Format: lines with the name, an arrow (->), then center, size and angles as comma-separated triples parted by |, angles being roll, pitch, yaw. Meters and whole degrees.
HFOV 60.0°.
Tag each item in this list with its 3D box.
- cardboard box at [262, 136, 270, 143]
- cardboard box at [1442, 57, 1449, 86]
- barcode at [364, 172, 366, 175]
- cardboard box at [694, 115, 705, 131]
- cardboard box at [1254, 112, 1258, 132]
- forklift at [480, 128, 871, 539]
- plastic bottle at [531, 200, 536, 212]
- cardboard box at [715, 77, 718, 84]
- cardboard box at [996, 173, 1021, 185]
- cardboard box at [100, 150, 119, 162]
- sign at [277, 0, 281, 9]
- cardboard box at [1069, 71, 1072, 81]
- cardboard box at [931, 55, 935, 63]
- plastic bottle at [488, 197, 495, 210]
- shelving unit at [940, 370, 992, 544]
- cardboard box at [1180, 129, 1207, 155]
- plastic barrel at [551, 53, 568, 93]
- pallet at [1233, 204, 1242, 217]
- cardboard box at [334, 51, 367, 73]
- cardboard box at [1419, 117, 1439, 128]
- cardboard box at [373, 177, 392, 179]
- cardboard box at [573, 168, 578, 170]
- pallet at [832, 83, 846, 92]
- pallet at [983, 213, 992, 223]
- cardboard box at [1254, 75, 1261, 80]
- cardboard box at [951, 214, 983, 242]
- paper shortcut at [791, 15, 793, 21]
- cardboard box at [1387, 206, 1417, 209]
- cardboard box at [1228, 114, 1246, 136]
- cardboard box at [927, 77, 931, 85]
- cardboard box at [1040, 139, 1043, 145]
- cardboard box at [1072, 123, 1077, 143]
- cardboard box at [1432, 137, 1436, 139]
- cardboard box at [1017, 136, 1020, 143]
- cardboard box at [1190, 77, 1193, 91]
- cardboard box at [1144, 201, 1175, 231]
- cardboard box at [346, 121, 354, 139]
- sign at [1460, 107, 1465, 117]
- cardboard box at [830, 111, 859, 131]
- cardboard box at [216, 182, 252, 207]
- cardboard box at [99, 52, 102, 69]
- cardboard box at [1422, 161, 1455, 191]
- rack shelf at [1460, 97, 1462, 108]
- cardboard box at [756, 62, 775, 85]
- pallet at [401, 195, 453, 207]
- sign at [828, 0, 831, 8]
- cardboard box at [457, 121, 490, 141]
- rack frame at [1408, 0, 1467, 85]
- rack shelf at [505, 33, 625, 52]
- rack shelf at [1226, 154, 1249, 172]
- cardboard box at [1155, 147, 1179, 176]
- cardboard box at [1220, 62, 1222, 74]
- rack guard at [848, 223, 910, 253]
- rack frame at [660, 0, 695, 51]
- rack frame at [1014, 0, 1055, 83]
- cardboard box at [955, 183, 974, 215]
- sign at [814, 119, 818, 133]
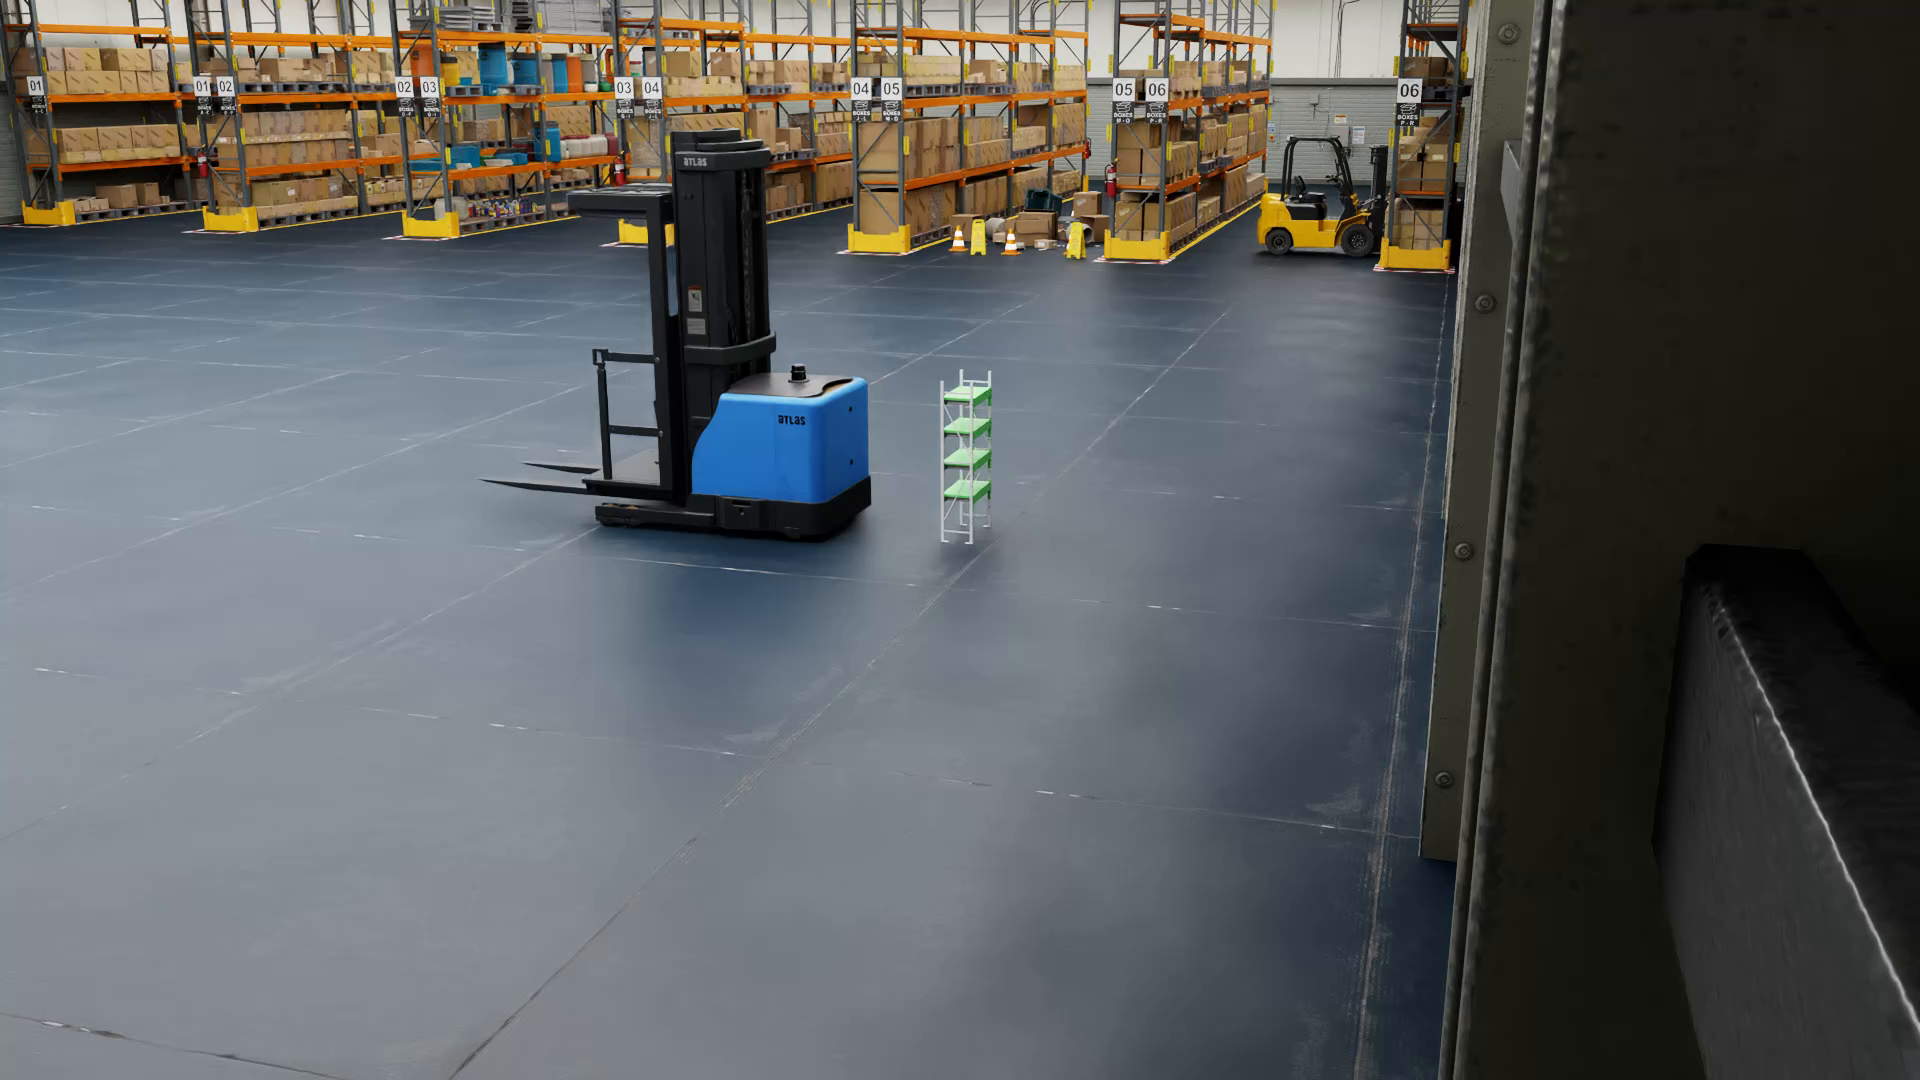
cardboard box -> -15.300, -8.746, 36.296 | 0.380, 0.149, 0.250 | 5, 16, 16
cardboard box -> 8.478, -8.532, 30.274 | 0.797, 0.503, 0.637 | 5, 17, 18
barcode -> -14.154, -8.718, 39.583 | 0.001, 0.075, 0.075 | 5, 16, 16
cardboard box -> -5.559, -8.453, 34.073 | 0.500, 0.500, 0.500 | 5, 16, 16
cardboard box -> 7.319, -10.667, 42.426 | 0.500, 0.500, 0.500 | 5, 17, 17
forklift -> -2.271, -1.633, 12.717 | 3.031, 2.935, 1.130 | 5, 17, 18
plastic bottle -> -9.698, -7.581, 37.730 | 0.061, 0.283, 0.133 | 5, 17, 19
cardboard box -> -5.294, -9.627, 34.821 | 0.380, 0.149, 0.250 | 5, 17, 18
cardboard box -> 1.163, -8.600, 39.591 | 0.500, 0.250, 0.500 | 4, 16, 13
cardboard box -> -19.786, -8.859, 38.305 | 0.500, 0.250, 0.500 | 4, 16, 15
sign -> -17.717, -13.976, 43.255 | 0.100, 0.325, 0.005 | 5, 16, 16
cardboard box -> 2.674, -12.244, 43.861 | 0.500, 0.250, 0.500 | 4, 16, 13
cardboard box -> -0.704, -9.404, 32.535 | 0.380, 0.149, 0.250 | 5, 17, 17
plastic bottle -> -10.559, -7.536, 37.450 | 0.144, 0.351, 0.185 | 4, 16, 14
shelving unit -> 0.047, -0.621, 12.318 | 0.258, 1.200, 0.503 | 5, 16, 16
cardboard box -> 4.781, -8.168, 34.132 | 0.500, 0.500, 0.500 | 5, 17, 17
plastic barrel -> -9.570, -11.003, 39.211 | 0.600, 0.901, 0.708 | 5, 16, 16
pallet -> 6.154, -7.898, 39.788 | 1.003, 0.211, 1.213 | 5, 16, 16
cardboard box -> -14.413, -11.304, 39.321 | 0.500, 0.500, 0.500 | 5, 17, 17
cardboard box -> 11.729, -10.372, 41.754 | 0.500, 0.500, 0.500 | 5, 17, 17
cardboard box -> -14.353, -8.888, 41.408 | 0.500, 0.311, 0.500 | 4, 16, 15
cardboard box -> -11.784, -10.989, 49.810 | 0.500, 0.250, 0.500 | 5, 16, 16
pallet -> -3.545, -11.307, 41.546 | 1.003, 0.211, 1.213 | 5, 17, 18
pallet -> 0.090, -7.218, 37.392 | 1.003, 0.211, 1.213 | 5, 16, 16
cardboard box -> 7.699, -12.146, 43.664 | 0.380, 0.149, 0.250 | 3, 16, 12
cardboard box -> 0.140, -6.345, 33.778 | 0.500, 0.500, 0.500 | 8, 18, 25
paper shortcut -> -4.121, -12.829, 40.813 | 0.009, 0.170, 0.078 | 15, -12, 13
cardboard box -> 7.967, -5.883, 30.011 | 0.500, 0.250, 0.500 | 5, 17, 17
cardboard box -> 6.620, -10.024, 40.159 | 0.500, 0.500, 0.500 | 5, 17, 17
cardboard box -> -0.776, -8.953, 32.407 | 0.380, 0.149, 0.250 | 5, 16, 15
cardboard box -> 1.875, -10.019, 41.846 | 0.380, 0.149, 0.250 | 5, 17, 16
cardboard box -> 2.841, -10.957, 44.736 | 0.500, 0.500, 0.500 | 5, 16, 16
cardboard box -> 9.158, -7.554, 31.548 | 0.380, 0.149, 0.250 | 4, 16, 15
cardboard box -> 1.212, -9.555, 39.665 | 0.380, 0.149, 0.250 | 4, 16, 14
cardboard box -> 4.204, -8.788, 32.047 | 0.500, 0.250, 0.500 | 4, 16, 15
cardboard box -> 3.736, -6.064, 31.106 | 0.500, 0.500, 0.500 | 4, 16, 14
cardboard box -> -17.279, -11.484, 46.555 | 0.500, 0.500, 0.500 | 5, 16, 16
sign -> 13.069, -11.091, 43.233 | 0.100, 0.325, 0.005 | 5, 16, 16
cardboard box -> -3.029, -10.899, 43.236 | 0.797, 0.503, 0.637 | 4, 16, 14
cardboard box -> -15.895, -7.569, 36.413 | 0.500, 0.500, 0.500 | 5, 16, 16
cardboard box -> -20.185, -11.066, 38.296 | 0.500, 0.500, 0.500 | 5, 16, 16
cardboard box -> 8.403, -6.400, 29.214 | 0.500, 0.500, 0.500 | 5, 17, 18
rack shelf -> 10.838, -9.957, 37.759 | 1.077, 0.370, 4.000 | 5, 16, 16
cardboard box -> -4.634, -10.500, 37.394 | 0.797, 0.503, 0.637 | 5, 17, 18
pallet -> -13.760, -8.705, 42.632 | 1.003, 0.211, 1.213 | 5, 16, 16
sign -> -3.381, -13.997, 43.185 | 0.100, 0.325, 0.005 | 5, 16, 16
cardboard box -> -12.975, -10.907, 44.333 | 0.700, 0.500, 0.500 | 8, 18, 26
rack frame -> 9.132, -10.177, 31.718 | 1.000, 3.000, 0.127 | 5, 16, 16
rack shelf -> -9.309, -11.698, 39.132 | 1.077, 0.370, 4.000 | 5, 16, 16
rack shelf -> 6.077, -8.898, 39.522 | 1.077, 0.370, 4.000 | 5, 16, 16
cardboard box -> 3.780, -7.057, 30.986 | 0.500, 0.500, 0.500 | 5, 17, 18
cardboard box -> 5.608, -10.688, 38.064 | 0.700, 0.500, 0.500 | 4, 16, 13
rack guard -> -1.546, -5.777, 31.779 | 1.175, 0.500, 0.348 | 5, 16, 16
rack frame -> -7.604, -13.806, 44.514 | 1.000, 3.000, 0.127 | 5, 16, 16
rack frame -> 1.871, -13.011, 41.710 | 1.000, 3.000, 0.127 | 5, 16, 16
cardboard box -> -0.312, -7.321, 35.997 | 1.050, 0.750, 0.750 | 5, 16, 16
sign -> -3.469, -9.969, 40.002 | 0.100, 0.325, 0.005 | 5, 16, 16
